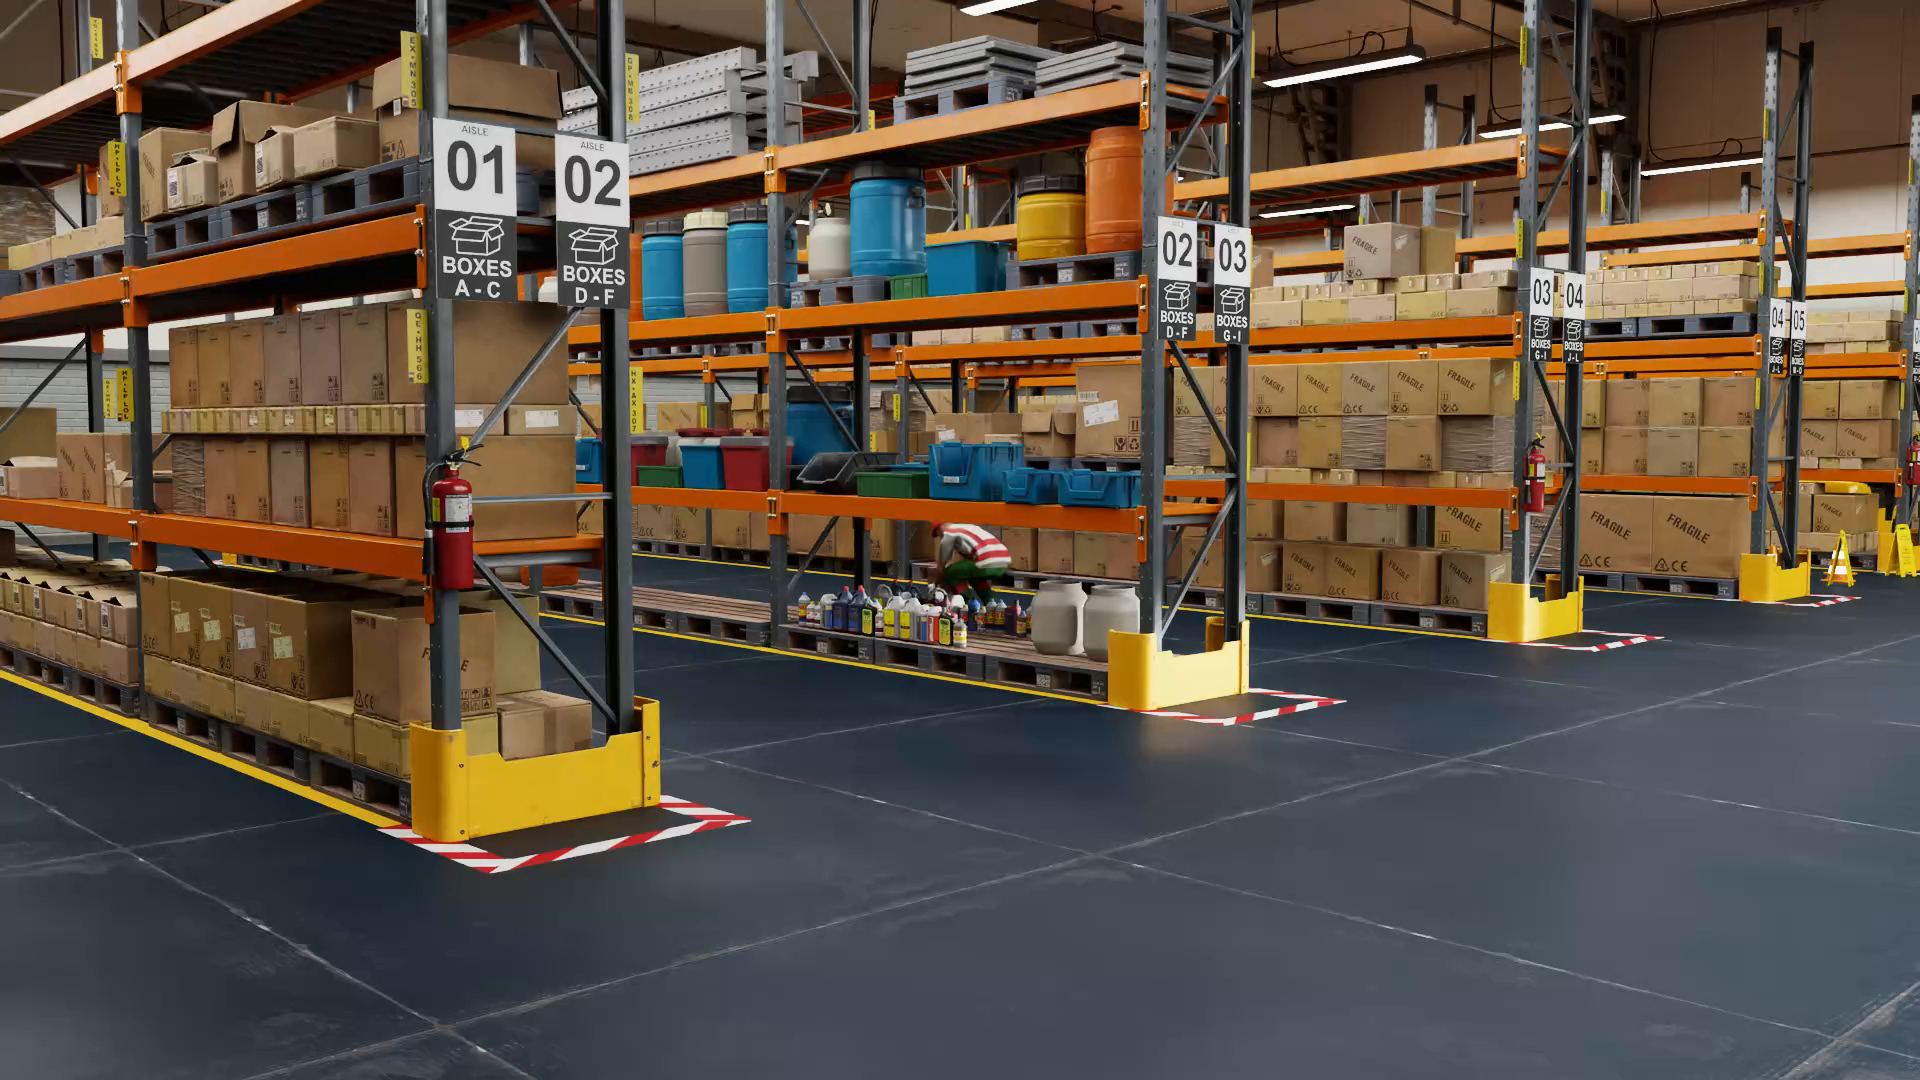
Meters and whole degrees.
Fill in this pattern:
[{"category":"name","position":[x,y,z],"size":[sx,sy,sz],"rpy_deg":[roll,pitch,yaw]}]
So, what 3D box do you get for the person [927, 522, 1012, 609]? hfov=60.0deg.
[{"category":"person","position":[0.081,0.248,16.329],"size":[0.904,0.993,0.536],"rpy_deg":[4,5,45]}]
